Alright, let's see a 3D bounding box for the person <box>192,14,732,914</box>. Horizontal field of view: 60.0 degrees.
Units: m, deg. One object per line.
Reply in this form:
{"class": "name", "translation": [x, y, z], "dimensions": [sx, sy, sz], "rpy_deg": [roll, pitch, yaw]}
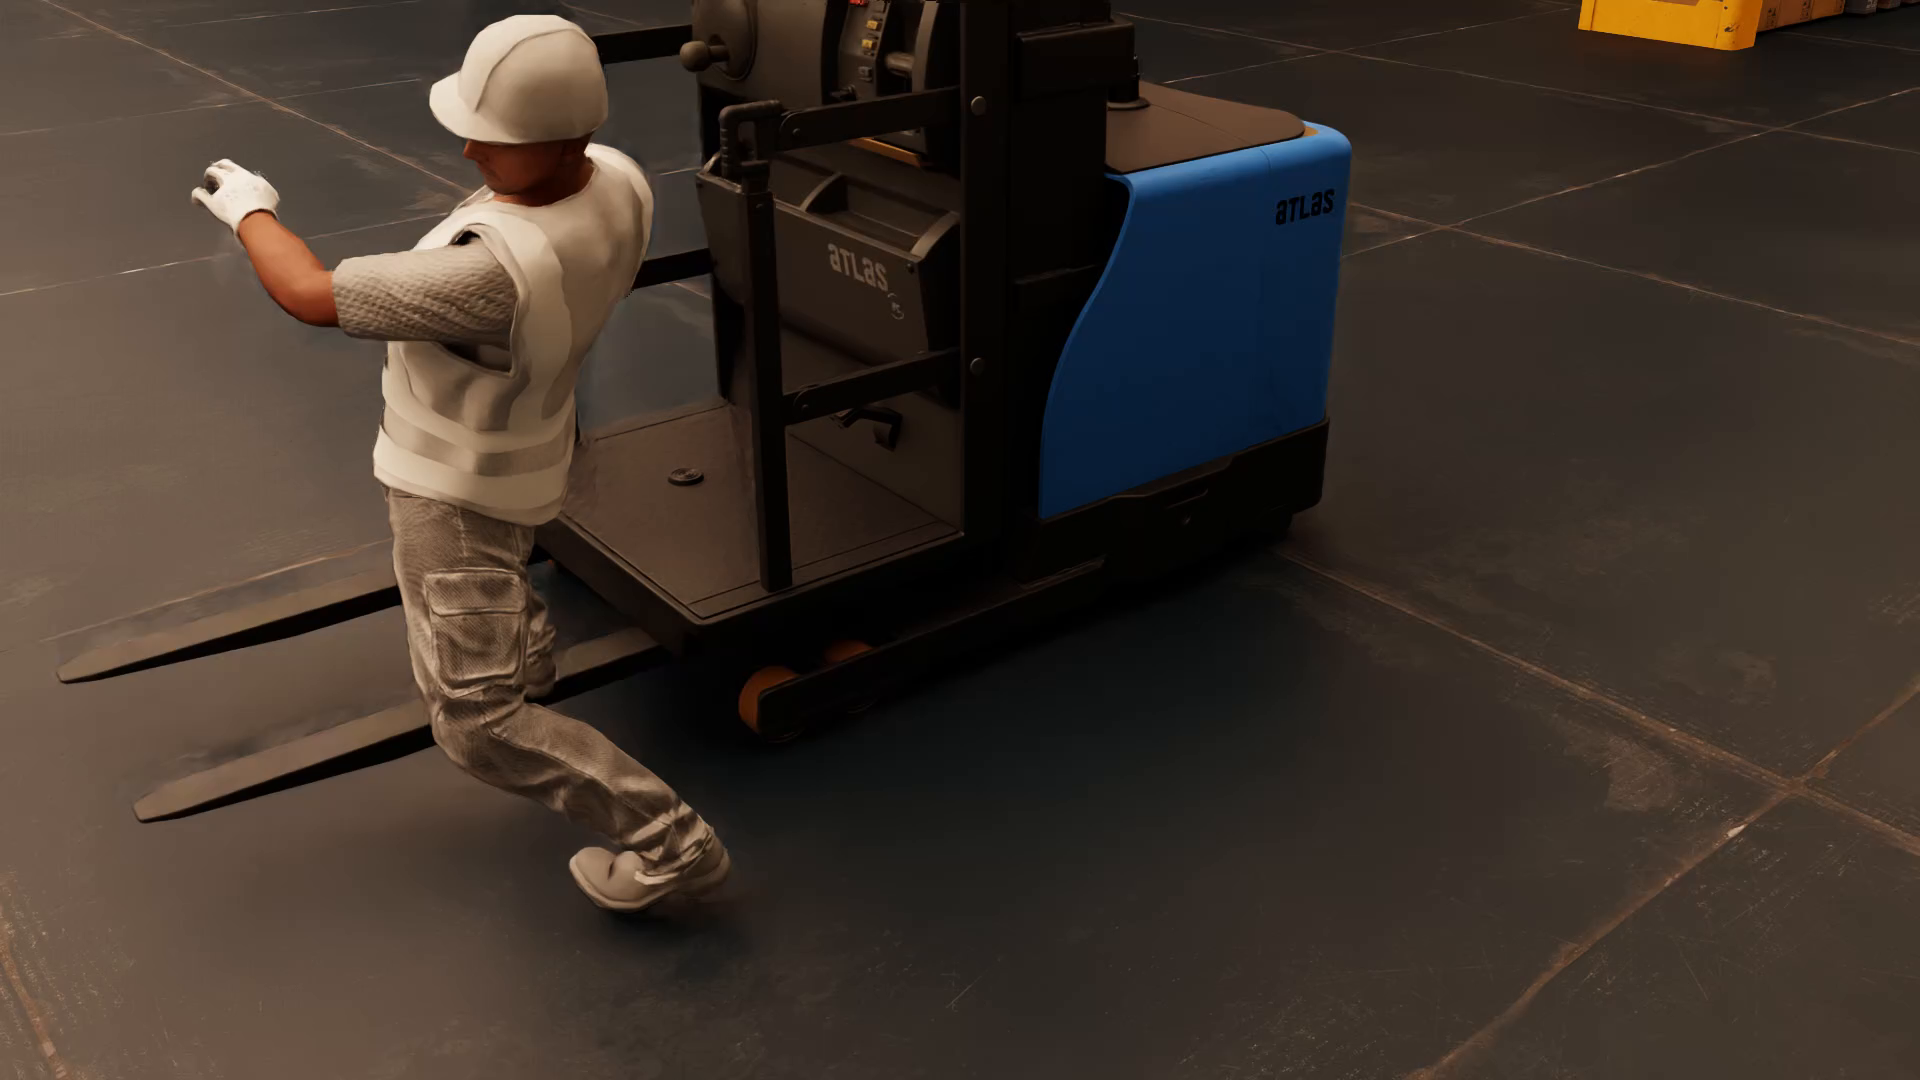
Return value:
{"class": "person", "translation": [-0.885, -0.209, 3.046], "dimensions": [0.816, 1.532, 0.938], "rpy_deg": [-2, 26, -4]}

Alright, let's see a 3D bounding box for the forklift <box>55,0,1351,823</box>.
{"class": "forklift", "translation": [-0.479, -1.138, 3.497], "dimensions": [3.031, 2.935, 1.130], "rpy_deg": [-19, 32, -33]}
